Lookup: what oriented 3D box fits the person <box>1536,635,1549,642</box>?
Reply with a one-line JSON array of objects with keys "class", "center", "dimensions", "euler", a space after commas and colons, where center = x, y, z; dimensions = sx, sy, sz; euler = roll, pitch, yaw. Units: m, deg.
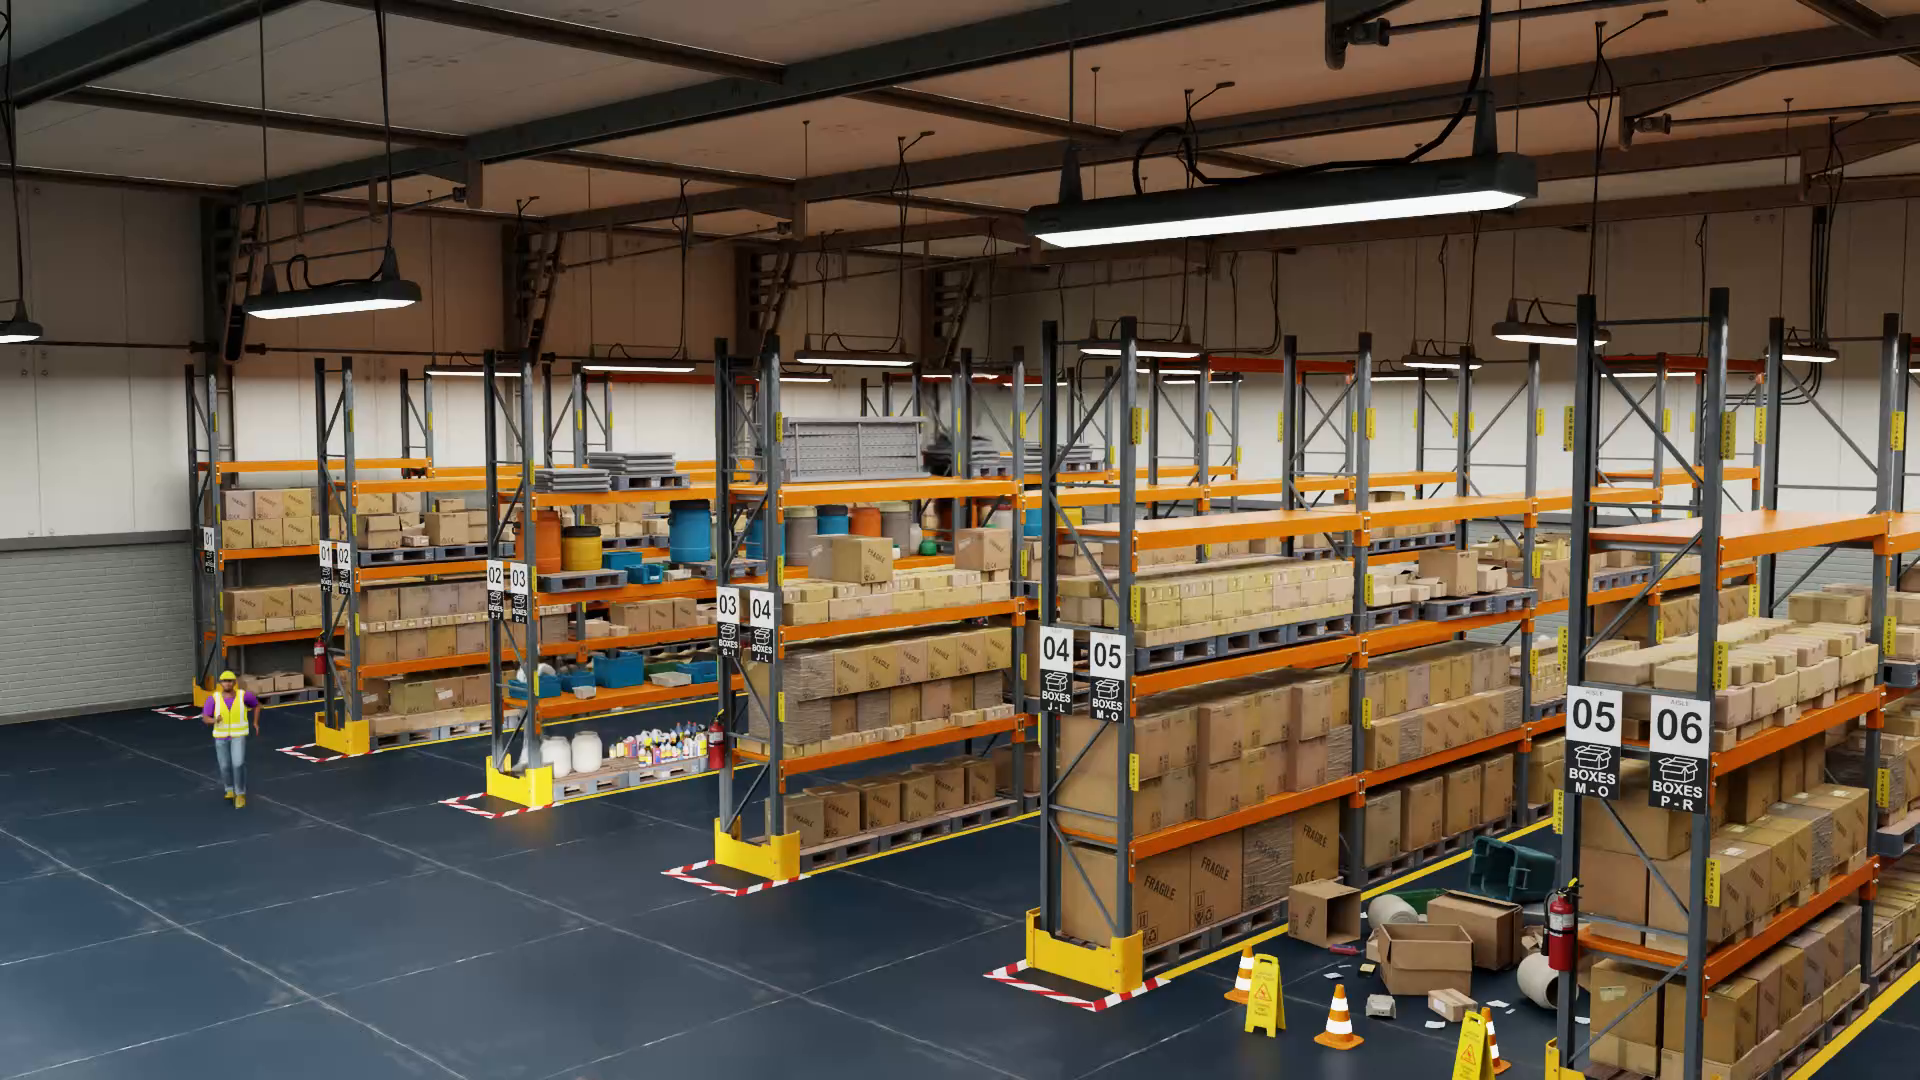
[{"class": "person", "center": [9.429, 2.333, 26.455], "dimensions": [0.745, 1.714, 1.022], "euler": [4, 6, 44]}]

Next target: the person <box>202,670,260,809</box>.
[{"class": "person", "center": [-9.574, 2.616, 21.837], "dimensions": [0.668, 1.818, 0.741], "euler": [-1, 5, -16]}]

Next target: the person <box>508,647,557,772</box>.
[{"class": "person", "center": [-6.202, 2.399, 24.062], "dimensions": [0.685, 1.763, 0.971], "euler": [2, 5, 27]}]
